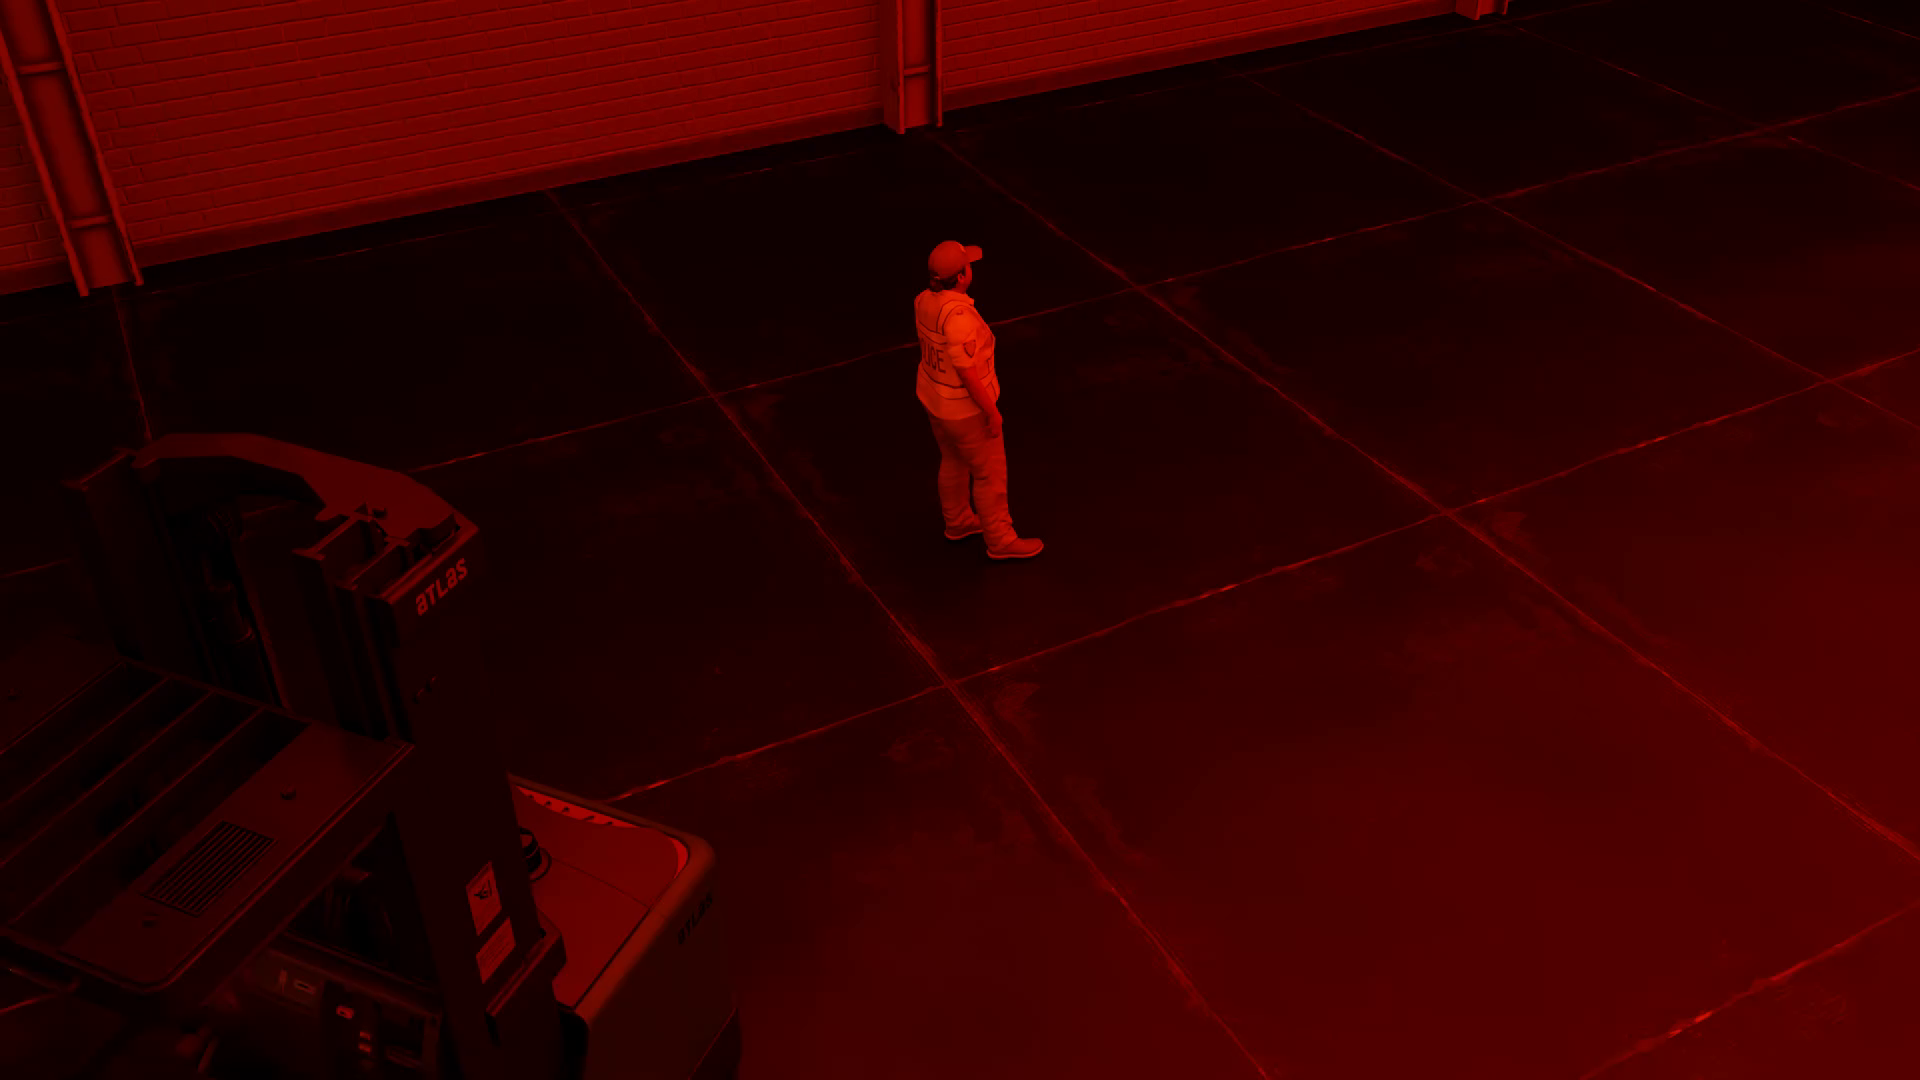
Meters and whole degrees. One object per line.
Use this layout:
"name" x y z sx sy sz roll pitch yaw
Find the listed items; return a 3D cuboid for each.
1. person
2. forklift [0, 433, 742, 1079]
"person" 0.079 -0.695 8.190 0.529 1.670 0.598 -17 39 -23
"forklift" -1.832 1.331 4.240 1.130 2.935 3.031 14 38 19
